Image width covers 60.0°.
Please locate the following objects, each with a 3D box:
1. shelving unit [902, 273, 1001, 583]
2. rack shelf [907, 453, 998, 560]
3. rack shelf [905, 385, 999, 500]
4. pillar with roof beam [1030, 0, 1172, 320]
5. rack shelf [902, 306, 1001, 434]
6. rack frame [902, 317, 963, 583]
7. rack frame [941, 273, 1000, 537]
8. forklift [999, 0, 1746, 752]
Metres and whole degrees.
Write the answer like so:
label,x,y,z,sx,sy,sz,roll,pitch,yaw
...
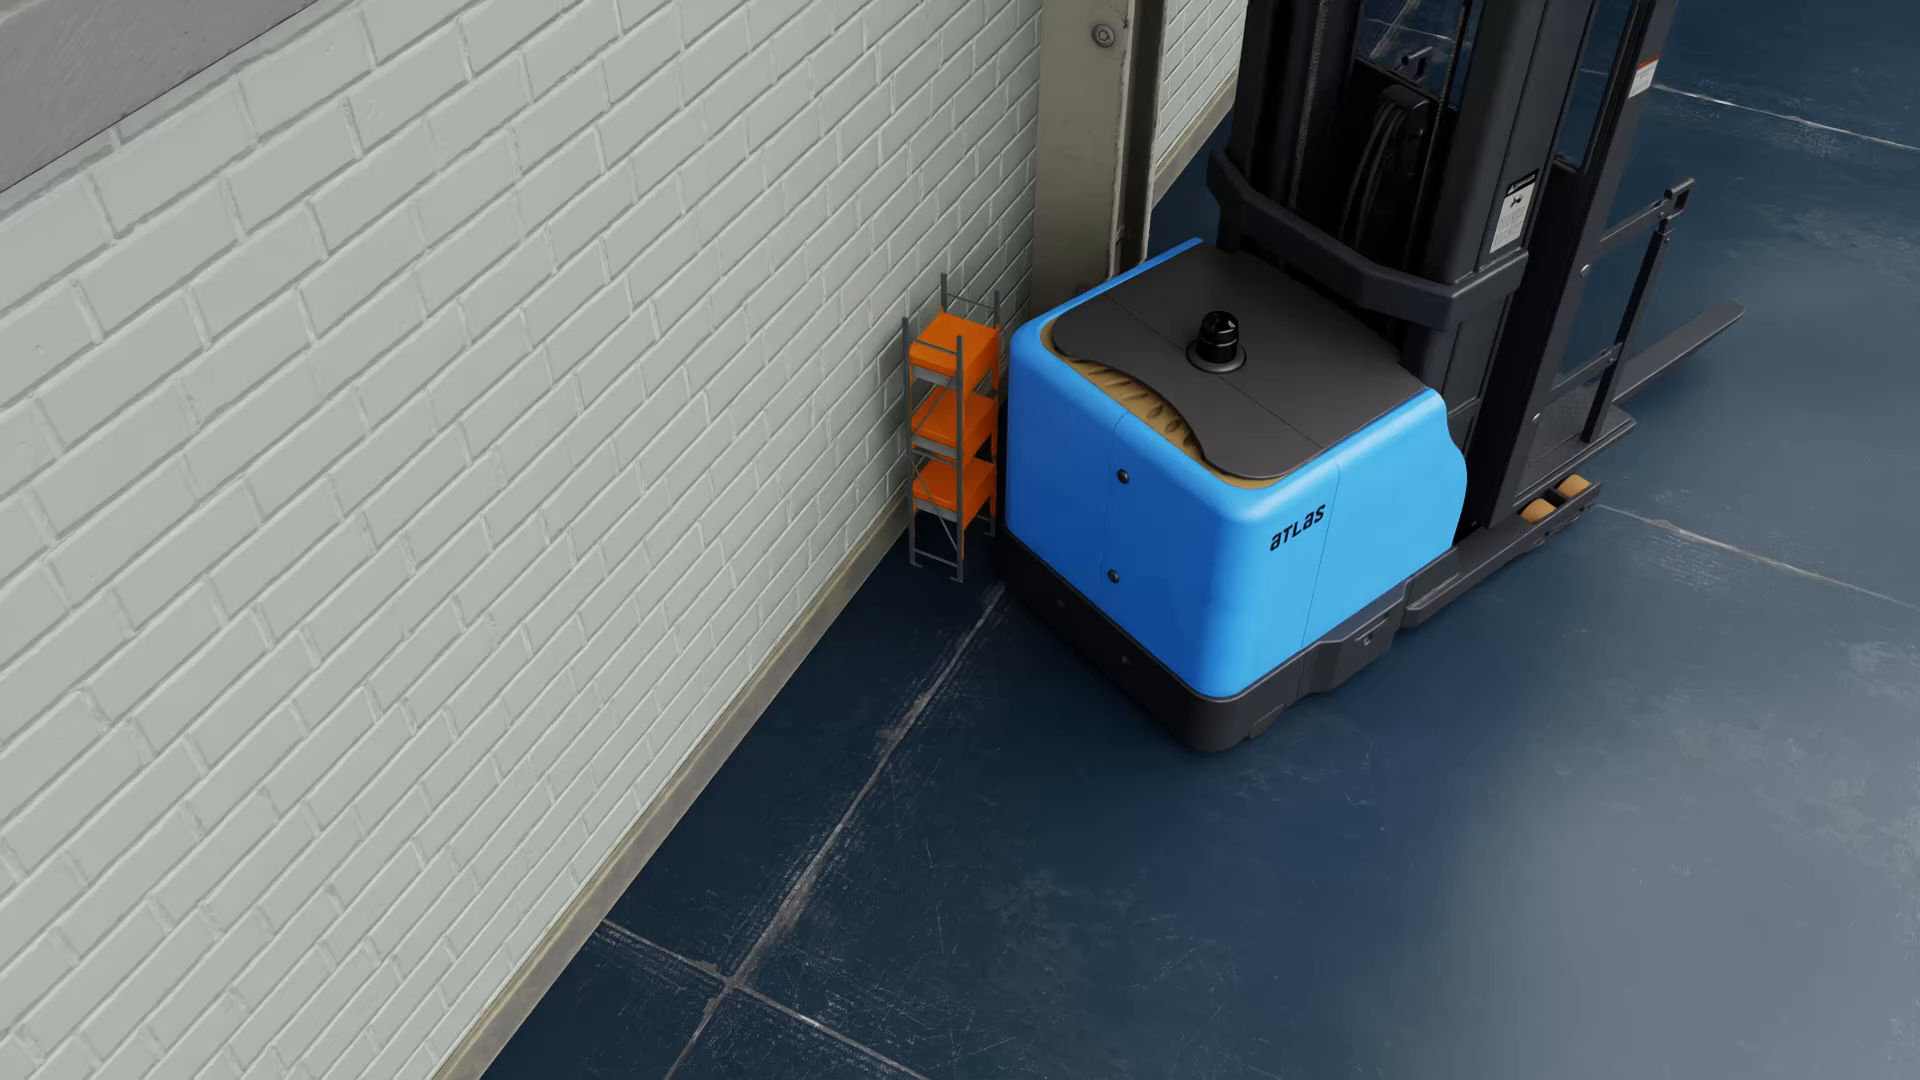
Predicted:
label,x,y,z,sx,sy,sz,roll,pitch,yaw
shelving unit,-0.025,-0.335,5.343,0.215,1.050,0.252,20,49,19
rack shelf,-0.025,-0.133,5.548,0.215,0.259,0.240,20,49,19
rack shelf,-0.025,-0.328,5.351,0.215,0.259,0.240,20,49,19
pillar with roof beam,4.301,-2.523,1.917,9.100,9.000,0.400,20,49,19
rack shelf,-0.025,-0.527,5.149,0.215,0.259,0.240,20,49,19
rack frame,-0.081,-0.258,5.267,0.200,1.050,0.008,20,49,19
rack frame,0.032,-0.412,5.419,0.200,1.050,0.008,20,49,19
forklift,1.596,-1.273,4.947,3.031,2.935,1.130,-30,52,-26
